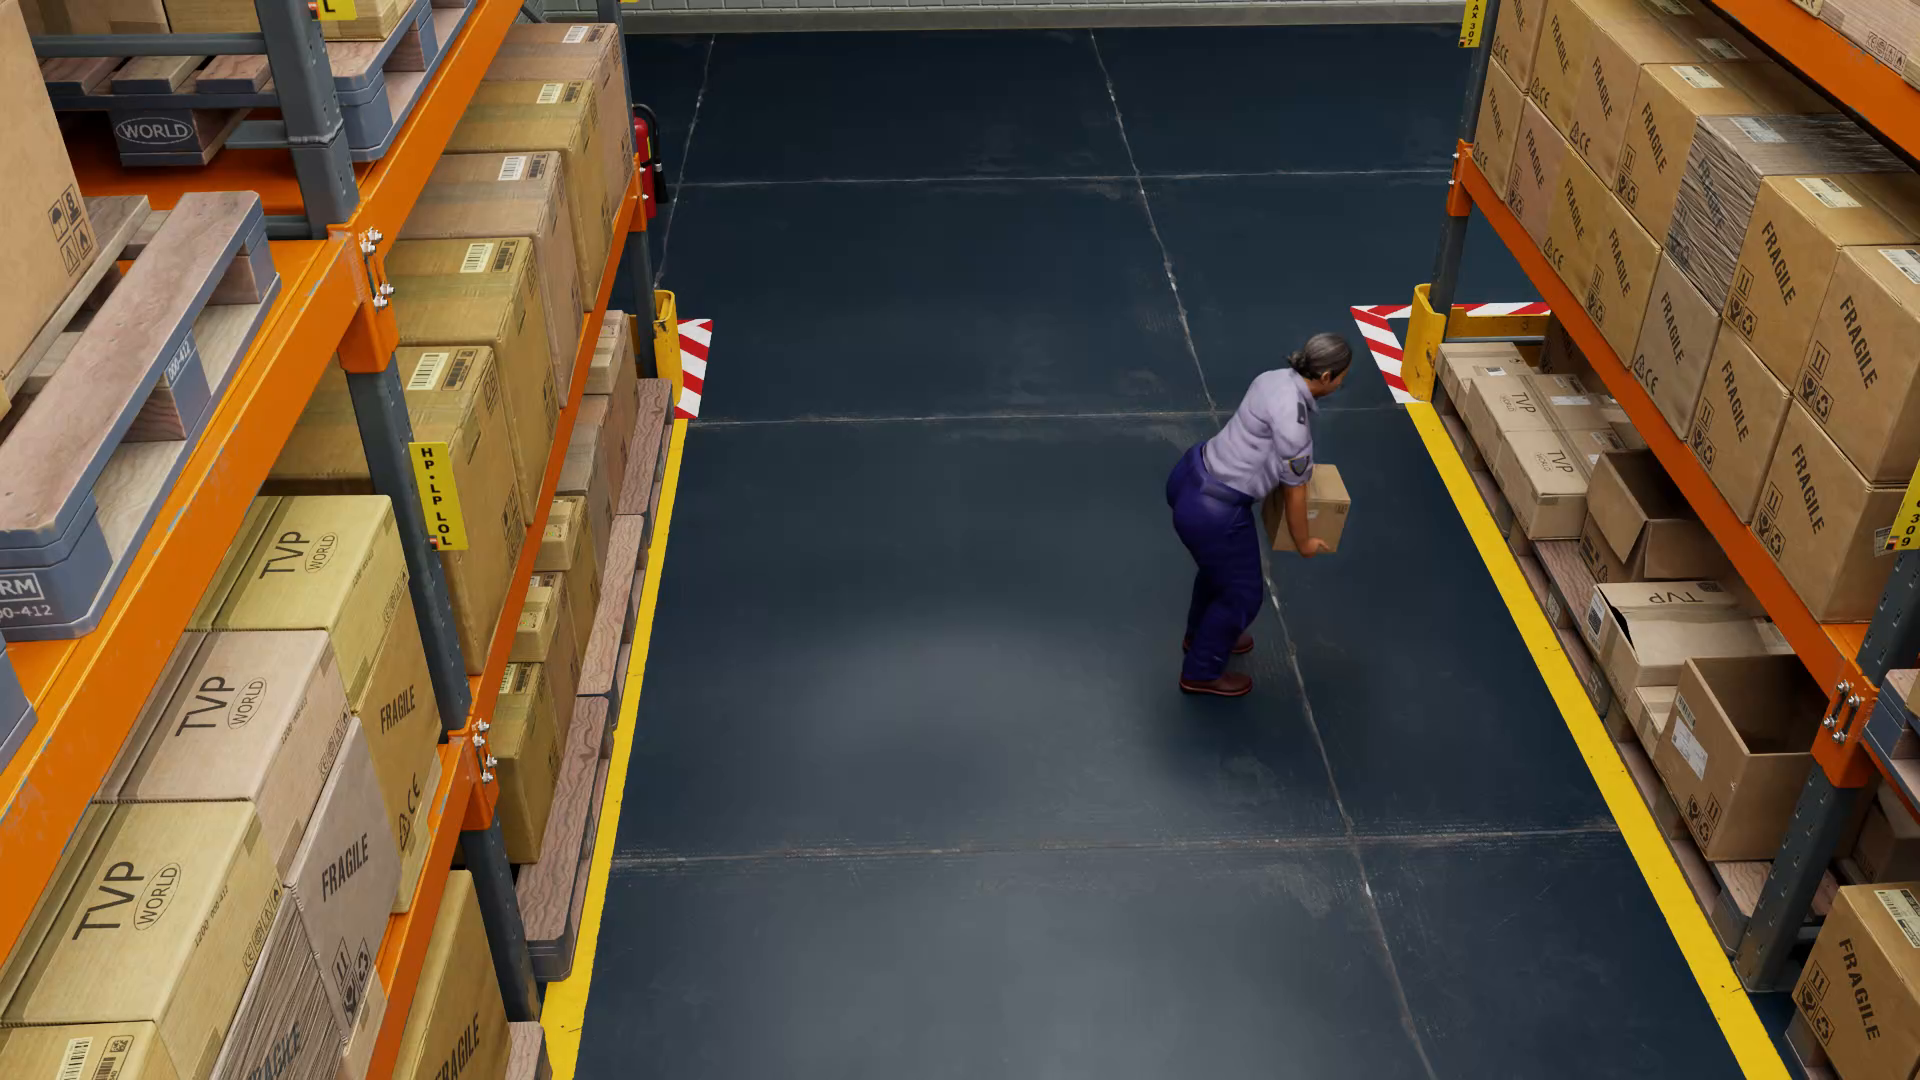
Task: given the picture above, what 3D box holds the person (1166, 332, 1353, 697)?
[{"bbox_3d":[1.115,-0.102,6.415,0.633,1.525,0.446,-2,36,-3],"label":"person"}]
